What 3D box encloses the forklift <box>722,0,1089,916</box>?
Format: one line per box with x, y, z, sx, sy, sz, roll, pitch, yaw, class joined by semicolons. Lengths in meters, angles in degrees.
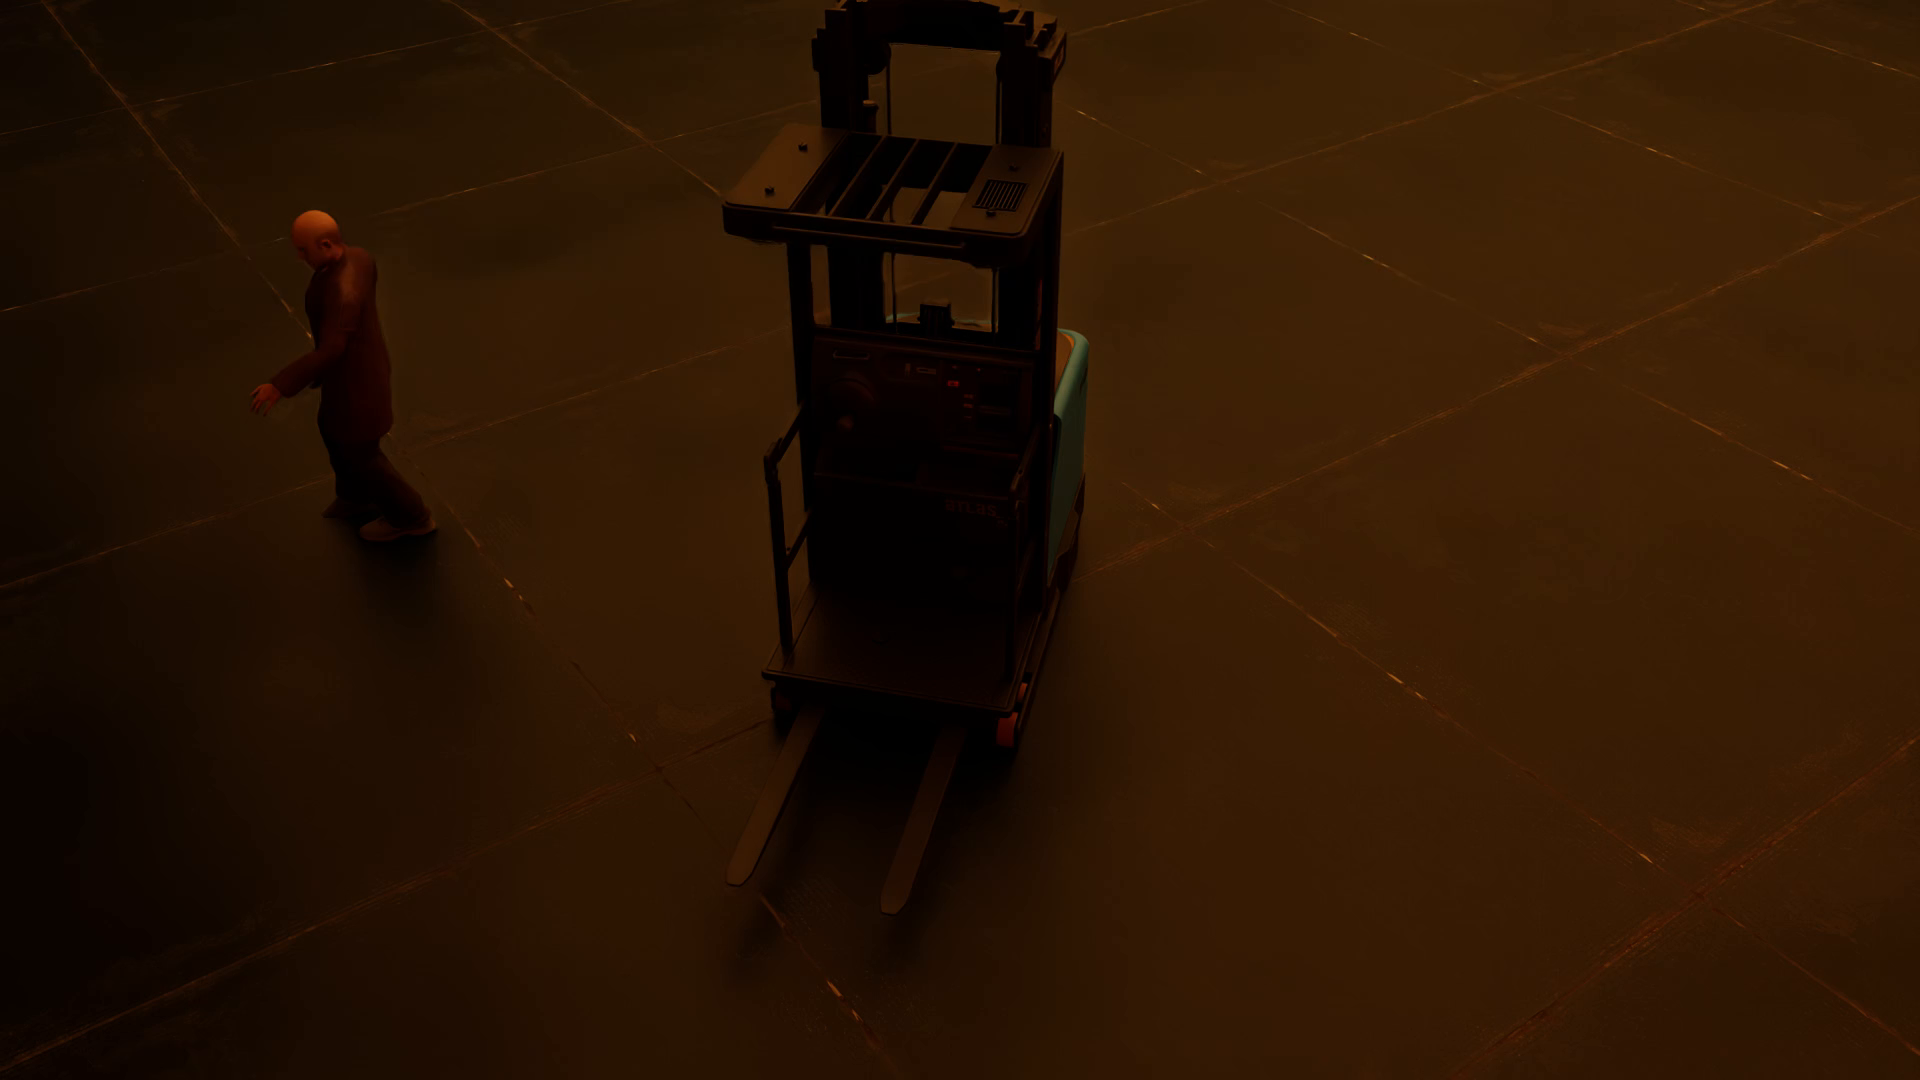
-0.209;-0.530;6.662;1.130;2.935;3.031;8;37;11;forklift

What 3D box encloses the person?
-2.996;-0.753;8.004;0.640;1.808;1.025;-4;37;-5;person
